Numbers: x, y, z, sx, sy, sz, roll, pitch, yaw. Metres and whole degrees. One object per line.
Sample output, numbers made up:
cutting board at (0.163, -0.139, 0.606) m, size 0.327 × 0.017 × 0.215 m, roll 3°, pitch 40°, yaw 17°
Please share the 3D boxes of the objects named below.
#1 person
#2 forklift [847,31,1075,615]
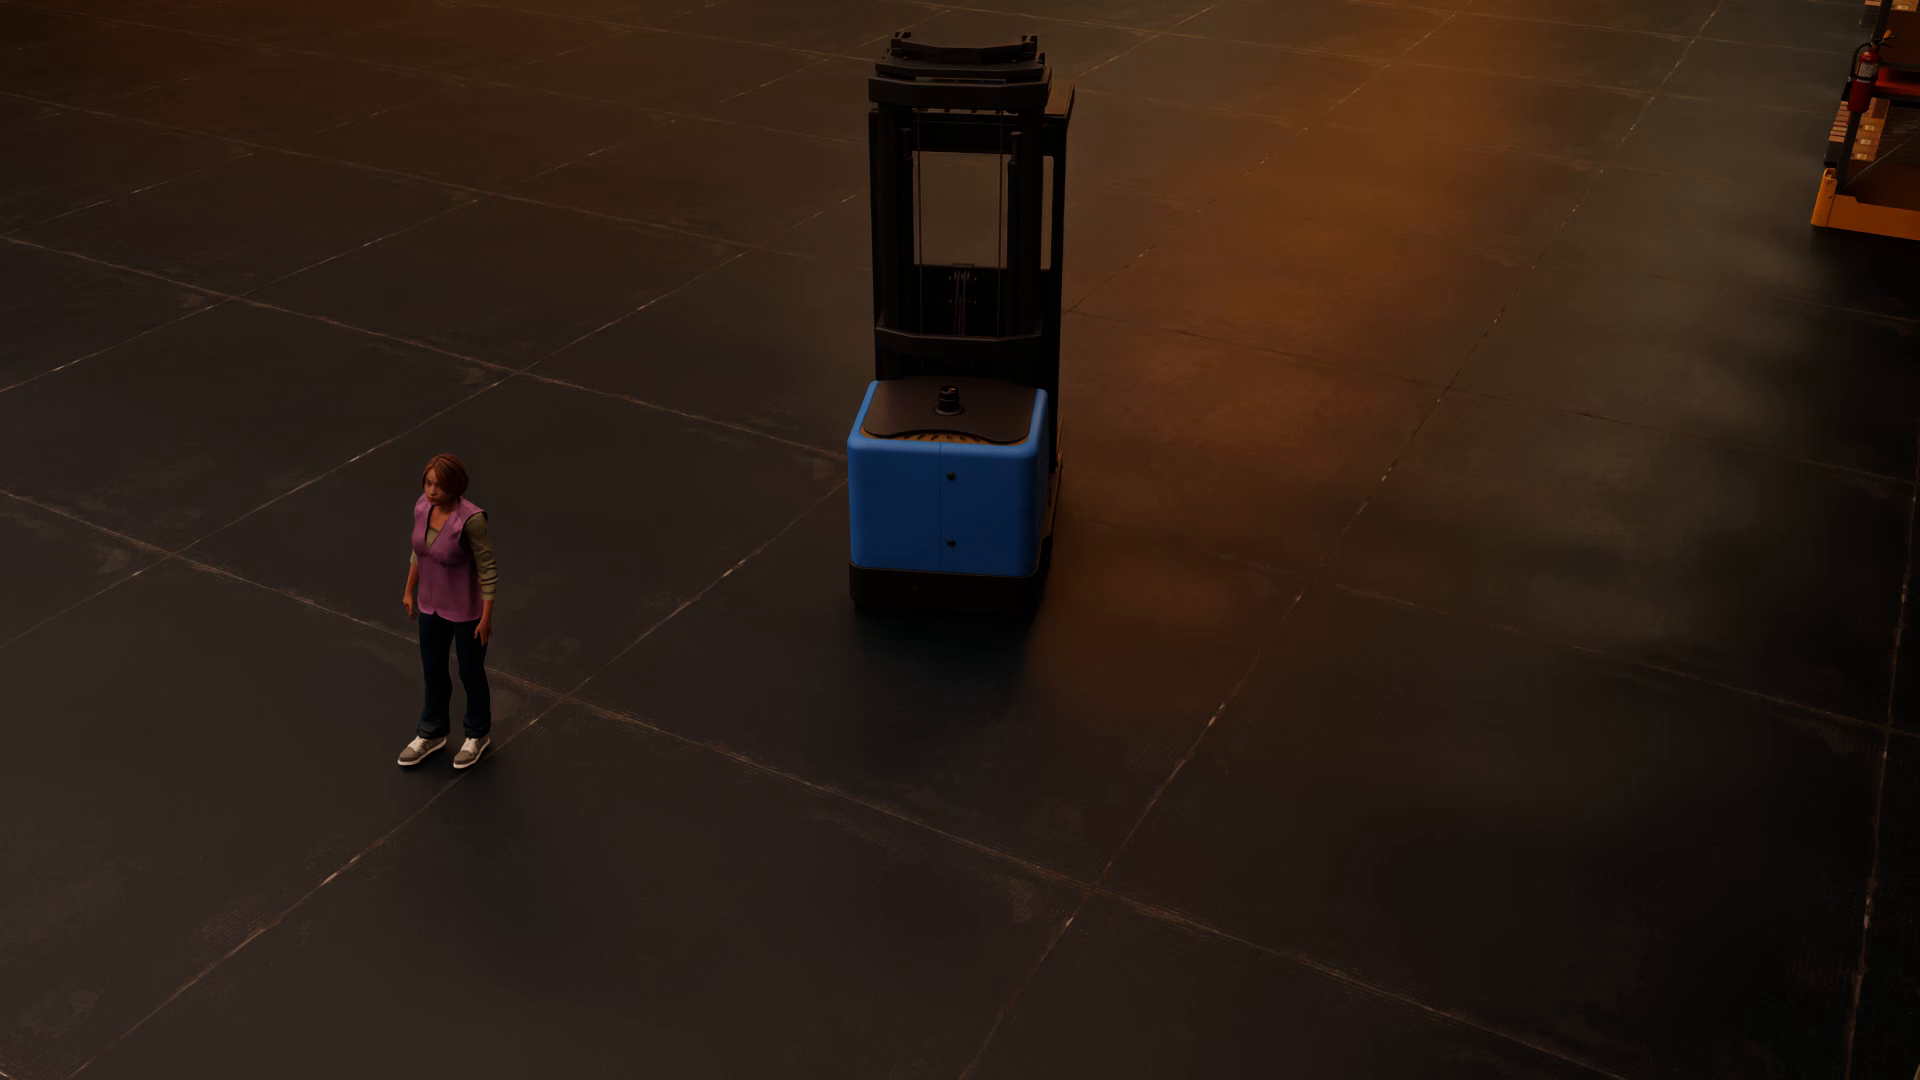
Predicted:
person at (-2.417, 0.360, 7.772) m, size 0.519 × 1.594 × 0.474 m, roll 14°, pitch 33°, yaw 22°
forklift at (0.072, -1.572, 9.794) m, size 1.130 × 2.935 × 3.031 m, roll 3°, pitch 30°, yaw 6°
